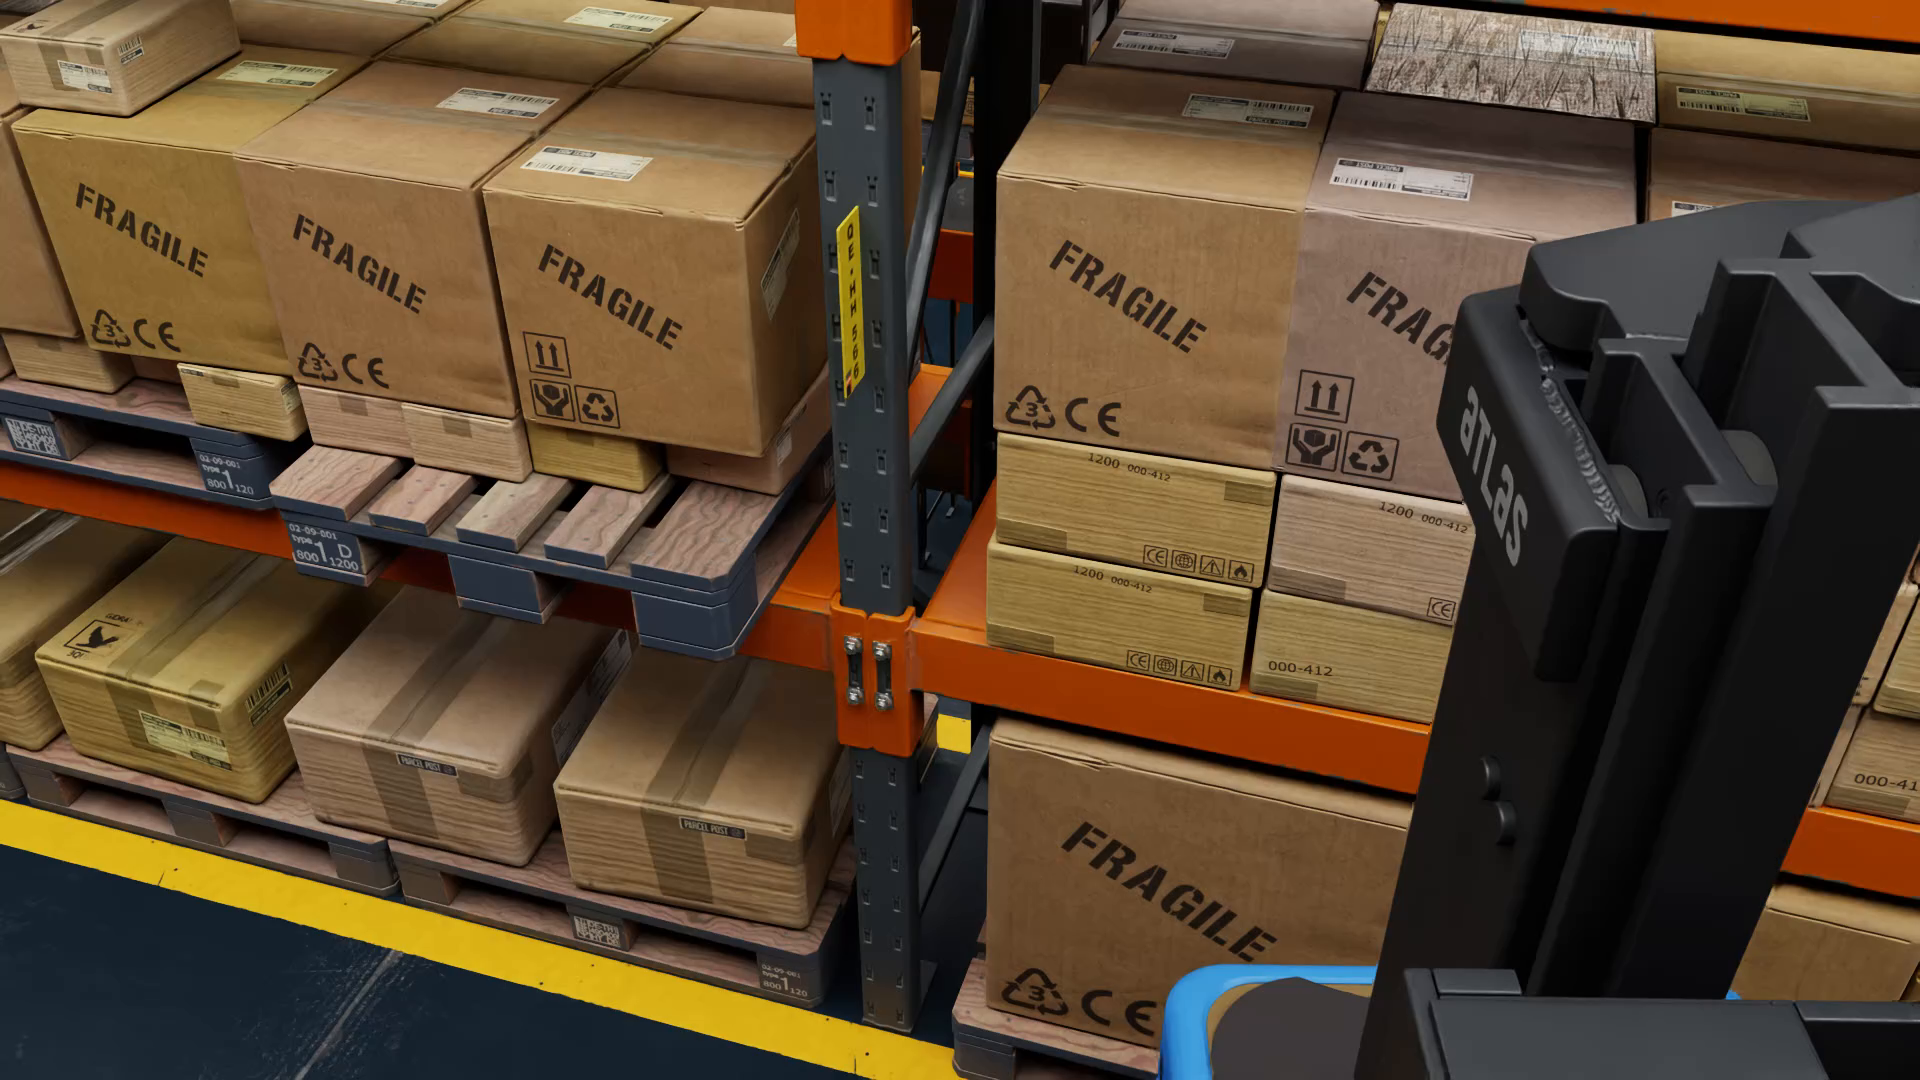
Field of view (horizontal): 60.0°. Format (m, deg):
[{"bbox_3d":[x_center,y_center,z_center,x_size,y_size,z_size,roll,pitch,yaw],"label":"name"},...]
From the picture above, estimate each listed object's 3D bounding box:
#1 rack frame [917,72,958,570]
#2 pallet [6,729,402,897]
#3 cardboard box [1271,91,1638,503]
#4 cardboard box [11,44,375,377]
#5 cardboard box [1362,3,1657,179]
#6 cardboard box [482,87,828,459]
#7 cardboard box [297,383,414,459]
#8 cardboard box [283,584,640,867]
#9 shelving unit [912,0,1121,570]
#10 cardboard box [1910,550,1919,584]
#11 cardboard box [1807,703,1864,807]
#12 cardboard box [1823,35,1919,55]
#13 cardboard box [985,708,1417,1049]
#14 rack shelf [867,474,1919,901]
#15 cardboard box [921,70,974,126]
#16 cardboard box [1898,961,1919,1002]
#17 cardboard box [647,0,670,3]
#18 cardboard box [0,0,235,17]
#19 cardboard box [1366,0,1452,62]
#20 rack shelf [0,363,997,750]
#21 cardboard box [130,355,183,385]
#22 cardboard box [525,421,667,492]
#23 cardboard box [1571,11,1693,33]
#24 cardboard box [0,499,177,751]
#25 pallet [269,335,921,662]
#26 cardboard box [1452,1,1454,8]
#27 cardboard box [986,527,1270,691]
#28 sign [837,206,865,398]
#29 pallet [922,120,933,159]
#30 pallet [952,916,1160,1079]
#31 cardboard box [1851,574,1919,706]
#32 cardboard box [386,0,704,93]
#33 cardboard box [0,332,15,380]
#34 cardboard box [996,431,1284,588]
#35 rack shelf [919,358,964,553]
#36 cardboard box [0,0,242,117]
[{"bbox_3d":[-0.075,-0.860,5.146,0.015,2.100,0.400,10,38,14],"label":"rack frame"},{"bbox_3d":[-1.939,0.487,4.911,1.213,0.211,1.003,10,38,14],"label":"pallet"},{"bbox_3d":[0.841,-0.416,2.857,0.500,0.500,0.500,11,38,14],"label":"cardboard box"},{"bbox_3d":[-1.528,-0.707,3.490,0.500,0.500,0.500,8,37,11],"label":"cardboard box"},{"bbox_3d":[1.031,-0.694,3.235,0.500,0.500,0.500,11,38,15],"label":"cardboard box"},{"bbox_3d":[-0.550,-0.533,3.254,0.500,0.500,0.500,9,37,13],"label":"cardboard box"},{"bbox_3d":[-1.185,-0.348,3.550,0.250,0.149,0.380,9,37,12],"label":"cardboard box"},{"bbox_3d":[-1.276,0.377,4.570,0.625,0.372,0.950,10,37,13],"label":"cardboard box"},{"bbox_3d":[0.158,-0.816,5.088,0.503,2.100,0.431,10,38,14],"label":"shelving unit"},{"bbox_3d":[1.811,-0.225,2.597,0.500,0.500,0.500,11,38,15],"label":"cardboard box"},{"bbox_3d":[1.354,0.185,3.094,0.500,0.250,0.500,12,38,15],"label":"cardboard box"},{"bbox_3d":[3.892,-1.944,6.982,0.500,0.250,0.500,12,38,16],"label":"cardboard box"},{"bbox_3d":[0.602,0.575,3.877,0.875,0.875,0.875,10,38,13],"label":"cardboard box"},{"bbox_3d":[1.876,0.362,3.334,4.000,0.370,1.077,10,38,14],"label":"rack shelf"},{"bbox_3d":[-0.043,-2.674,8.396,0.750,0.750,1.050,11,38,15],"label":"cardboard box"},{"bbox_3d":[2.305,0.893,3.444,0.875,0.875,0.875,12,38,15],"label":"cardboard box"},{"bbox_3d":[-1.852,-3.011,8.854,0.750,0.750,1.050,10,38,14],"label":"cardboard box"},{"bbox_3d":[-1.877,-1.091,4.013,0.500,0.500,0.500,9,37,12],"label":"cardboard box"},{"bbox_3d":[1.933,-2.305,7.473,0.500,0.250,0.500,9,37,12],"label":"cardboard box"},{"bbox_3d":[-1.942,-0.345,4.295,4.000,0.370,1.077,10,38,14],"label":"rack shelf"},{"bbox_3d":[-1.654,-0.505,3.763,0.250,0.149,0.380,11,38,14],"label":"cardboard box"},{"bbox_3d":[-0.693,-0.280,3.458,0.250,0.149,0.380,11,38,15],"label":"cardboard box"},{"bbox_3d":[2.885,-2.121,7.223,0.500,0.250,0.500,11,38,14],"label":"cardboard box"},{"bbox_3d":[-2.662,0.118,4.922,0.625,0.372,0.950,13,38,17],"label":"cardboard box"},{"bbox_3d":[-0.745,-0.269,3.747,1.003,0.211,1.213,10,38,14],"label":"pallet"},{"bbox_3d":[2.563,-2.508,7.749,0.500,0.250,0.500,11,38,15],"label":"cardboard box"},{"bbox_3d":[0.359,0.008,3.335,0.500,0.250,0.500,10,37,13],"label":"cardboard box"},{"bbox_3d":[-0.186,-0.407,2.862,0.005,0.325,0.100,10,38,14],"label":"sign"},{"bbox_3d":[-0.544,-2.375,8.799,1.213,0.211,1.003,10,38,14],"label":"pallet"},{"bbox_3d":[0.697,1.024,4.180,1.213,0.211,1.003,10,38,14],"label":"pallet"},{"bbox_3d":[1.342,-0.005,2.932,0.500,0.250,0.500,10,38,14],"label":"cardboard box"},{"bbox_3d":[-0.893,-0.909,3.764,0.500,0.500,0.500,12,38,16],"label":"cardboard box"},{"bbox_3d":[-2.182,-0.533,3.802,0.250,0.149,0.380,12,38,16],"label":"cardboard box"},{"bbox_3d":[0.377,-0.192,3.186,0.500,0.250,0.500,10,38,14],"label":"cardboard box"},{"bbox_3d":[0.158,-0.242,5.511,0.480,0.518,0.431,10,38,14],"label":"rack shelf"},{"bbox_3d":[-1.679,-1.001,3.342,0.250,0.149,0.380,9,37,12],"label":"cardboard box"}]
